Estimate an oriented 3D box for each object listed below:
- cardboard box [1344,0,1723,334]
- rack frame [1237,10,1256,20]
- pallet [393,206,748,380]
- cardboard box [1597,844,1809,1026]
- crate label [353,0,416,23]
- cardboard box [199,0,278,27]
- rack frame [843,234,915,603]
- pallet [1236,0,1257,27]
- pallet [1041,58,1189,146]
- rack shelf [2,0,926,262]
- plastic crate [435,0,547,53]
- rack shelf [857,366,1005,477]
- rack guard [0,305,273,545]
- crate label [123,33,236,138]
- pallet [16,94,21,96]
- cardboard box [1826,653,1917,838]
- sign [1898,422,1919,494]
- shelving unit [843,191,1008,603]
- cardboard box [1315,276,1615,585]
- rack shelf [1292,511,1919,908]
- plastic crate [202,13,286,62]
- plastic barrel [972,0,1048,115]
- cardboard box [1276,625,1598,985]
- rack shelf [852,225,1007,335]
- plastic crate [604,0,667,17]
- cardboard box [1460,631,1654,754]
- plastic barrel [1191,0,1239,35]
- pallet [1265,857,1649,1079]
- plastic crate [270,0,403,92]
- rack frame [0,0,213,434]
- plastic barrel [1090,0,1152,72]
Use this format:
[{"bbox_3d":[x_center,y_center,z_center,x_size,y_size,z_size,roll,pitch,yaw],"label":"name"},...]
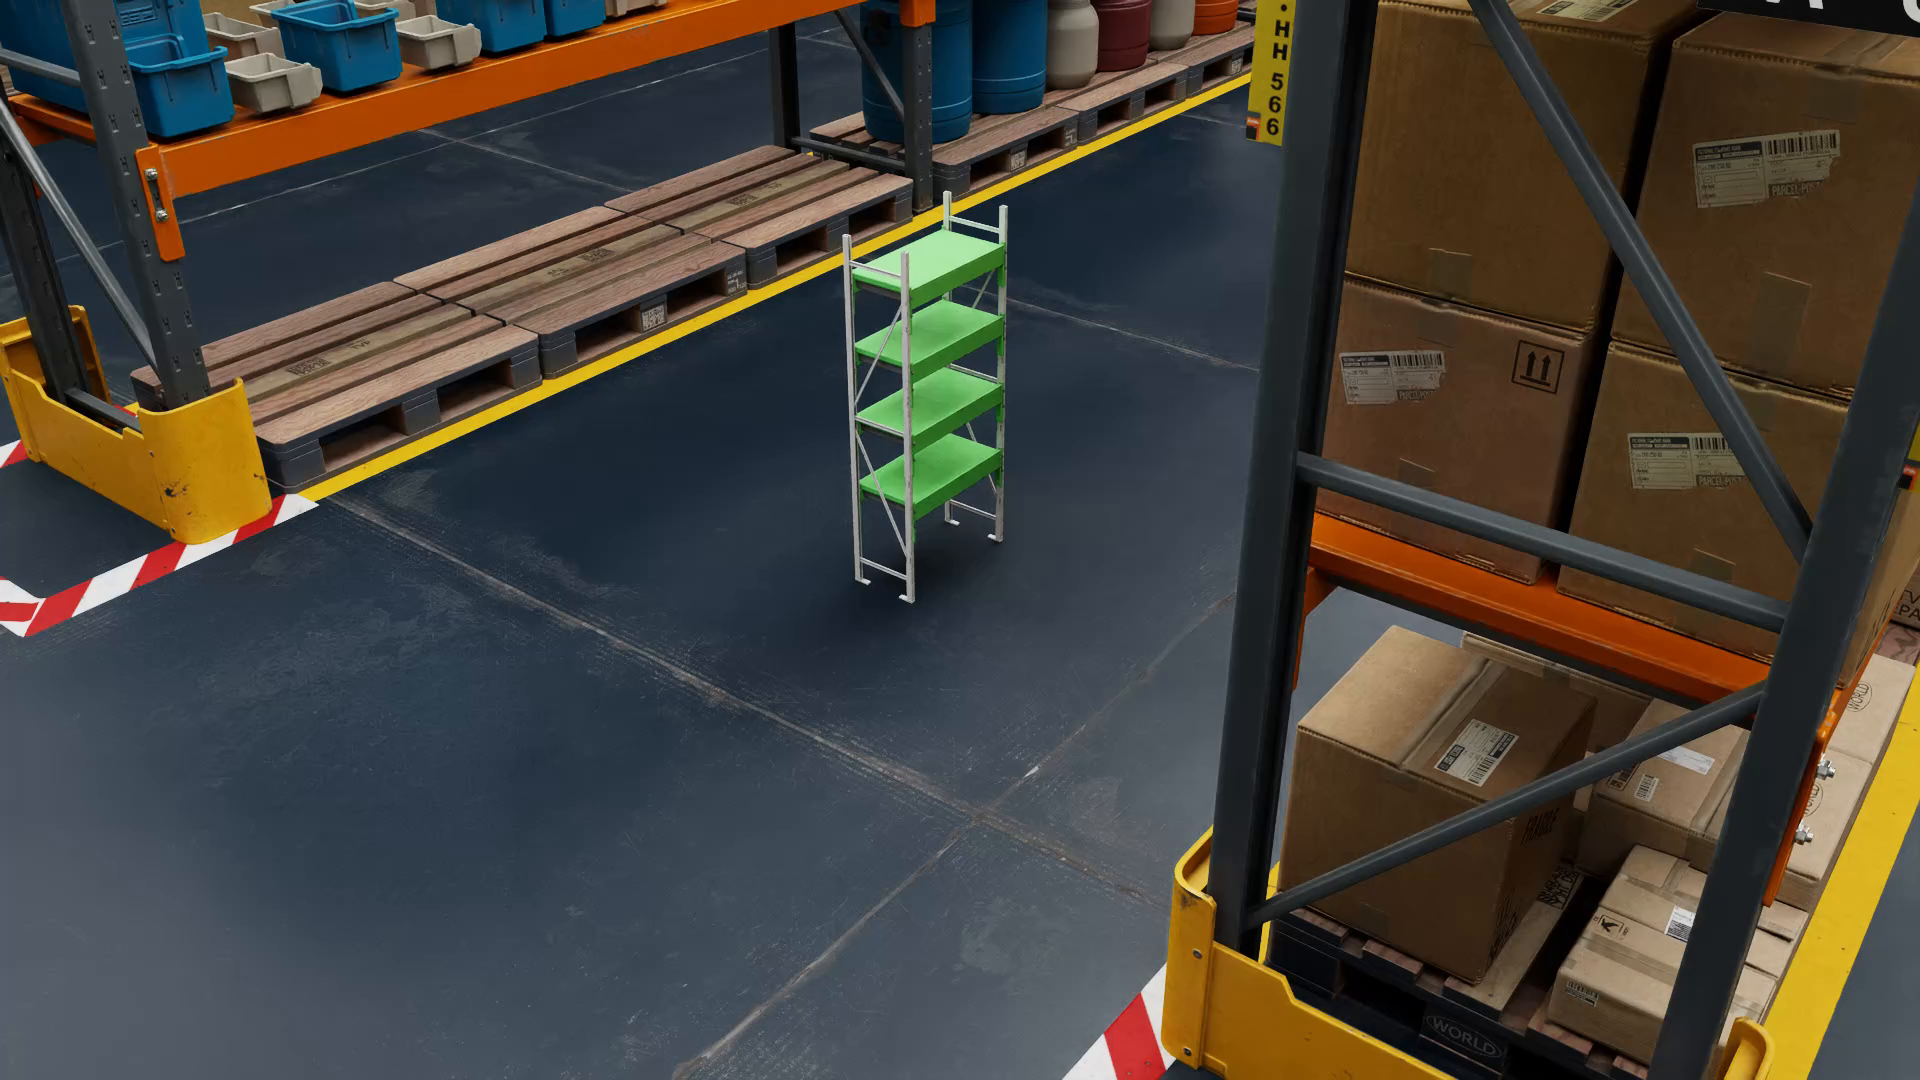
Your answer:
[{"bbox_3d":[1.007,-0.735,2.970,0.500,0.500,0.500,21,36,31],"label":"cardboard box"},{"bbox_3d":[1.840,-4.774,10.864,1.000,3.000,0.127,21,37,31],"label":"rack frame"},{"bbox_3d":[-1.723,-1.140,7.467,1.003,0.211,1.213,21,37,31],"label":"pallet"},{"bbox_3d":[1.636,0.867,3.693,0.380,0.166,0.250,21,37,31],"label":"cardboard box"},{"bbox_3d":[-2.306,-2.056,6.477,0.396,0.136,0.243,21,37,31],"label":"crate label"},{"bbox_3d":[-4.985,-3.696,10.716,0.875,0.875,0.875,21,37,31],"label":"cardboard box"},{"bbox_3d":[-0.247,-0.350,5.163,0.240,1.200,0.015,21,37,31],"label":"rack frame"},{"bbox_3d":[2.339,-3.878,12.086,1.003,0.211,1.213,21,37,31],"label":"pallet"},{"bbox_3d":[0.661,-2.748,10.180,1.003,0.211,1.213,21,37,31],"label":"pallet"},{"bbox_3d":[-1.782,-2.026,6.932,1.077,0.370,4.000,21,37,31],"label":"rack shelf"},{"bbox_3d":[-1.783,-2.011,6.306,0.416,0.233,0.300,21,37,31],"label":"plastic crate"},{"bbox_3d":[-0.100,-0.394,5.363,0.258,0.148,0.480,21,37,31],"label":"rack shelf"},{"bbox_3d":[-2.993,-0.434,5.991,1.175,0.500,0.348,21,37,31],"label":"rack guard"},{"bbox_3d":[-2.577,-1.476,5.403,0.416,0.233,0.303,21,37,31],"label":"crate label"},{"bbox_3d":[-5.780,-2.690,10.082,1.003,0.211,1.213,21,37,31],"label":"pallet"},{"bbox_3d":[2.116,0.457,4.303,0.500,0.250,0.500,21,37,31],"label":"cardboard box"},{"bbox_3d":[1.391,-0.202,2.300,0.100,0.325,0.005,21,37,31],"label":"sign"},{"bbox_3d":[-0.100,-0.449,5.331,0.258,1.200,0.503,21,37,31],"label":"shelving unit"},{"bbox_3d":[1.011,-0.306,3.225,0.500,0.500,0.500,22,37,33],"label":"cardboard box"},{"bbox_3d":[2.165,-0.500,4.358,1.077,0.370,4.000,21,37,31],"label":"rack shelf"},{"bbox_3d":[-2.641,-1.822,6.082,0.396,0.136,0.243,21,37,31],"label":"plastic crate"},{"bbox_3d":[0.195,-2.930,9.399,0.600,0.901,0.708,21,37,31],"label":"plastic barrel"},{"bbox_3d":[1.090,0.592,3.828,0.500,0.500,0.500,21,37,31],"label":"cardboard box"},{"bbox_3d":[-0.100,-0.807,5.118,0.258,0.148,0.480,21,37,31],"label":"rack shelf"},{"bbox_3d":[-1.386,-2.261,6.822,0.293,0.136,0.466,21,37,31],"label":"plastic crate"},{"bbox_3d":[1.687,0.323,4.528,0.500,0.250,0.500,21,37,31],"label":"cardboard box"},{"bbox_3d":[1.559,-3.817,10.966,0.600,0.830,0.708,21,37,31],"label":"plastic barrel"},{"bbox_3d":[1.484,0.848,4.113,1.003,0.211,1.213,21,37,31],"label":"pallet"},{"bbox_3d":[-2.180,-1.743,5.855,0.416,0.233,0.300,21,37,31],"label":"plastic crate"},{"bbox_3d":[-2.989,-1.523,5.377,1.000,3.000,0.127,21,37,31],"label":"rack frame"},{"bbox_3d":[0.877,-3.255,10.253,0.600,0.588,0.708,21,37,31],"label":"plastic barrel"}]
